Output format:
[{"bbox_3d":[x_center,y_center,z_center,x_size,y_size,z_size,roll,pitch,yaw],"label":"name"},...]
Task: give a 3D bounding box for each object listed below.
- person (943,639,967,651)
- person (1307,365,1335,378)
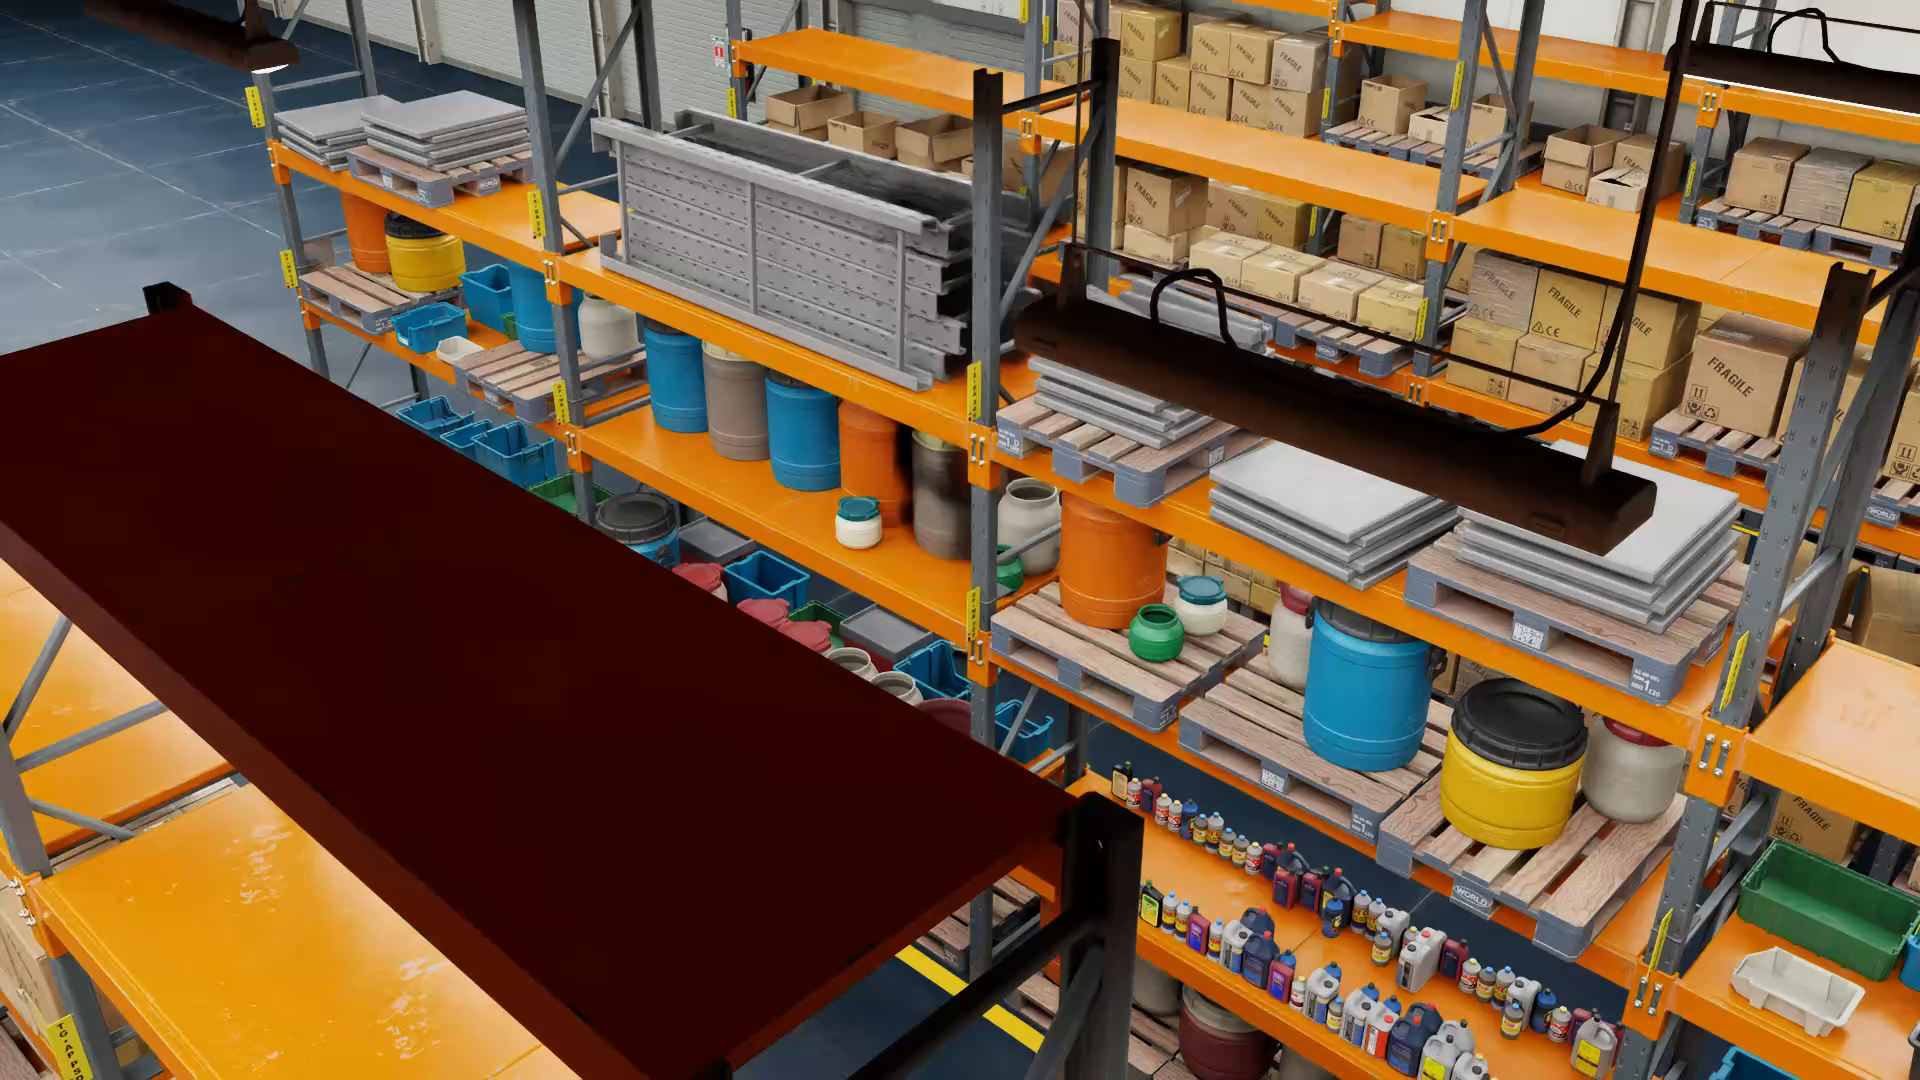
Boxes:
[{"bbox_3d":[0.215,0.362,14.024,0.849,1.483,0.543,15,33,25],"label":"person"},{"bbox_3d":[3.402,-1.000,16.330,0.569,1.649,0.611,21,35,32],"label":"person"}]
